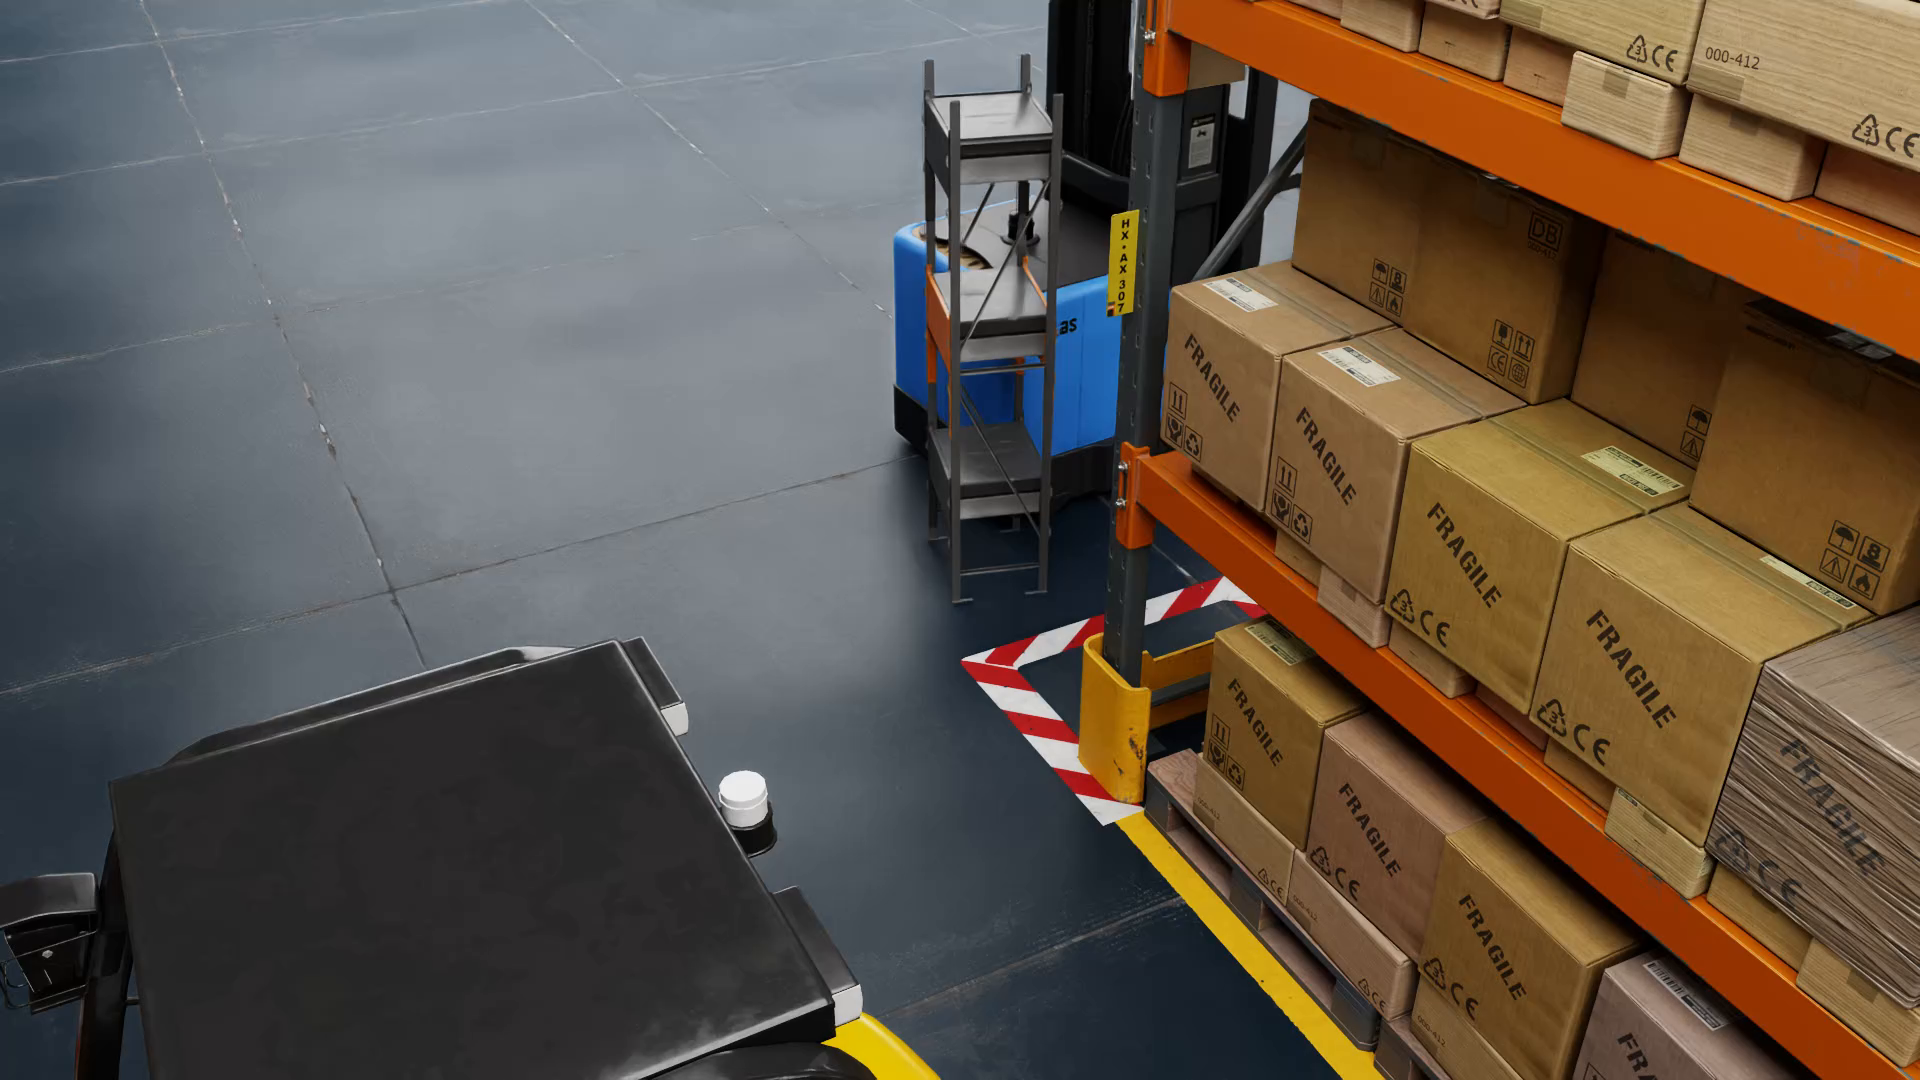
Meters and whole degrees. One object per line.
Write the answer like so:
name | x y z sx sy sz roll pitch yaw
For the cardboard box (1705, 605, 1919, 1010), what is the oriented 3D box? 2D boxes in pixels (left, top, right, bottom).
cardboard box | 1.912 0.509 3.307 0.500 0.500 0.500 -15 36 -22

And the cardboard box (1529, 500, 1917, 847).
cardboard box | 1.669 0.265 3.687 0.500 0.500 0.500 -17 36 -24

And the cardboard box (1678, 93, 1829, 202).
cardboard box | 1.599 -0.779 3.137 0.380 0.149 0.250 -17 36 -24

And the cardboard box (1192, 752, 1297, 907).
cardboard box | 1.098 0.843 5.314 0.500 0.250 0.500 -16 36 -23

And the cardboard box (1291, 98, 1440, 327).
cardboard box | 1.398 -0.992 4.723 0.700 0.500 0.500 -17 36 -24

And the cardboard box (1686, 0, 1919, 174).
cardboard box | 1.676 -0.879 2.923 0.500 0.250 0.500 -15 36 -22

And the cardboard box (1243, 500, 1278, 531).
cardboard box | 1.072 -0.156 4.946 0.380 0.149 0.250 -15 36 -22

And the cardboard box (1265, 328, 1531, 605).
cardboard box | 1.186 -0.218 4.441 0.500 0.500 0.500 -15 35 -22

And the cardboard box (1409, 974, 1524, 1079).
cardboard box | 1.595 1.345 4.529 0.500 0.250 0.500 -13 35 -20

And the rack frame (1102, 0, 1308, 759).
rack frame | 0.967 -0.593 5.395 1.000 3.000 0.127 -16 36 -23

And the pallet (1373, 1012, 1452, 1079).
pallet | 1.914 1.596 4.564 1.003 0.211 1.213 -16 36 -23

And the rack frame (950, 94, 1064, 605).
rack frame | 0.162 -0.643 6.307 0.400 2.100 0.015 -6 33 -10

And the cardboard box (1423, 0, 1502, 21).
cardboard box | 1.192 -1.368 3.688 0.500 0.250 0.500 -16 36 -24

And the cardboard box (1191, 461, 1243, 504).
cardboard box | 0.942 -0.273 5.128 0.380 0.149 0.250 -16 36 -23

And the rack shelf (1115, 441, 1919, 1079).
rack shelf | 1.899 0.665 4.099 1.077 0.370 4.000 -16 36 -23

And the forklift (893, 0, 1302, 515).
forklift | 1.200 -1.942 7.565 3.031 2.935 1.130 -19 37 -27

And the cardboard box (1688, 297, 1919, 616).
cardboard box | 2.066 -0.258 3.577 0.700 0.500 0.500 -16 36 -23

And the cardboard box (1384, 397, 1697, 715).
cardboard box | 1.425 0.025 4.062 0.500 0.500 0.500 -17 36 -24

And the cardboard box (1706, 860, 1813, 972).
cardboard box | 1.843 0.731 3.561 0.380 0.149 0.250 -17 36 -24

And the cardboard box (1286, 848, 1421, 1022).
cardboard box | 1.329 1.088 4.931 0.500 0.250 0.500 -15 35 -21

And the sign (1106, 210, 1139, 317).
sign | 0.487 -0.821 4.948 0.100 0.325 0.005 -16 36 -23

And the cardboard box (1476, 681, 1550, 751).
cardboard box | 1.528 0.350 4.156 0.380 0.149 0.250 -15 35 -22

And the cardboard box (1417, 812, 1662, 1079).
cardboard box | 1.584 1.028 4.329 0.500 0.500 0.500 -15 36 -22

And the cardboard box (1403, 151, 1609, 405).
cardboard box | 1.627 -0.749 4.343 0.700 0.500 0.500 -16 36 -23

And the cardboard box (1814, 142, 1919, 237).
cardboard box | 1.778 -0.677 2.978 0.380 0.149 0.250 -16 36 -24

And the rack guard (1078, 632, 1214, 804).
rack guard | 1.002 0.496 6.012 1.175 0.500 0.348 -16 36 -23

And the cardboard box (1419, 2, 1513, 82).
cardboard box | 1.266 -1.160 3.733 0.380 0.149 0.250 -16 36 -23

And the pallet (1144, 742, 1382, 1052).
pallet | 1.350 1.014 5.471 1.003 0.211 1.213 -16 36 -23

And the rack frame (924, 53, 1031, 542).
rack frame | 0.066 -0.901 6.710 0.400 2.100 0.015 -6 33 -10

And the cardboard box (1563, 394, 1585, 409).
cardboard box | 1.693 -0.330 4.617 0.500 0.500 0.500 -16 36 -23

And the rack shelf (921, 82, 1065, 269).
rack shelf | 0.114 -1.350 6.138 0.431 0.518 0.480 -6 33 -10

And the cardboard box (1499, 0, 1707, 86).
cardboard box | 1.454 -1.128 3.312 0.500 0.250 0.500 -15 35 -22

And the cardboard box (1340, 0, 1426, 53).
cardboard box | 1.129 -1.272 3.908 0.380 0.149 0.250 -15 36 -22

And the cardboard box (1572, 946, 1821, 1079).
cardboard box | 1.841 1.281 3.935 0.500 0.500 0.500 -14 35 -21

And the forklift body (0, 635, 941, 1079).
forklift body | -0.925 1.461 2.976 2.313 2.155 1.214 -16 36 -23

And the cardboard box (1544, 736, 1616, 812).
cardboard box | 1.625 0.483 3.948 0.380 0.149 0.250 -17 36 -24

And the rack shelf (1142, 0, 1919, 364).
rack shelf | 1.899 -0.599 3.290 1.077 0.370 4.000 -16 36 -23

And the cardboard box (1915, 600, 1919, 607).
cardboard box | 2.143 0.156 3.858 0.500 0.500 0.500 -15 36 -23

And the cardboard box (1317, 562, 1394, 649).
cardboard box | 1.202 0.124 4.509 0.380 0.149 0.250 -15 36 -22

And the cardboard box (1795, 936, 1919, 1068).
cardboard box | 1.935 0.861 3.358 0.380 0.149 0.250 -16 36 -24

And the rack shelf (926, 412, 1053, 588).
rack shelf | 0.114 -0.171 6.894 0.431 0.518 0.480 -6 33 -10

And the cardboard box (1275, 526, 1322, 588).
cardboard box | 1.124 -0.009 4.716 0.380 0.149 0.250 -17 36 -25

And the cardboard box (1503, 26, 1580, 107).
cardboard box | 1.393 -1.035 3.537 0.380 0.149 0.250 -17 36 -25

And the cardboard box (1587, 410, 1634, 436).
cardboard box | 1.923 -0.091 4.243 0.500 0.500 0.500 -16 36 -23

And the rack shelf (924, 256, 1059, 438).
rack shelf | 0.114 -0.761 6.516 0.431 0.518 0.480 -6 33 -10

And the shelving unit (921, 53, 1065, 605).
shelving unit | 0.114 -0.772 6.509 0.431 2.100 0.503 -6 33 -10

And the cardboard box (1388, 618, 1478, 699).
cardboard box | 1.352 0.239 4.330 0.380 0.149 0.250 -15 36 -22

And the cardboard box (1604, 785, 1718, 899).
cardboard box | 1.691 0.618 3.738 0.380 0.149 0.250 -16 36 -23

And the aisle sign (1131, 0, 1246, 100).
aisle sign | 0.663 -1.639 4.618 0.394 0.787 0.004 -16 36 -23

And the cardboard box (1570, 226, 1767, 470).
cardboard box | 1.956 -0.531 4.004 0.700 0.500 0.500 -16 36 -24

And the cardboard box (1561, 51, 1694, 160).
cardboard box | 1.440 -0.894 3.318 0.380 0.149 0.250 -15 36 -23

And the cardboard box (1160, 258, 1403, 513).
cardboard box | 0.942 -0.464 4.826 0.500 0.500 0.500 -16 36 -24

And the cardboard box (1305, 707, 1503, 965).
cardboard box | 1.357 0.786 4.706 0.500 0.500 0.500 -17 36 -25

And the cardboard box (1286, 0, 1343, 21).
cardboard box | 1.036 -1.407 4.118 0.380 0.149 0.250 -17 36 -25

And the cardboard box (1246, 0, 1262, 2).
cardboard box | 0.834 -1.510 4.279 0.380 0.149 0.250 -16 36 -23

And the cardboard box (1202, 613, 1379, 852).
cardboard box | 1.110 0.538 5.094 0.500 0.500 0.500 -17 36 -25
